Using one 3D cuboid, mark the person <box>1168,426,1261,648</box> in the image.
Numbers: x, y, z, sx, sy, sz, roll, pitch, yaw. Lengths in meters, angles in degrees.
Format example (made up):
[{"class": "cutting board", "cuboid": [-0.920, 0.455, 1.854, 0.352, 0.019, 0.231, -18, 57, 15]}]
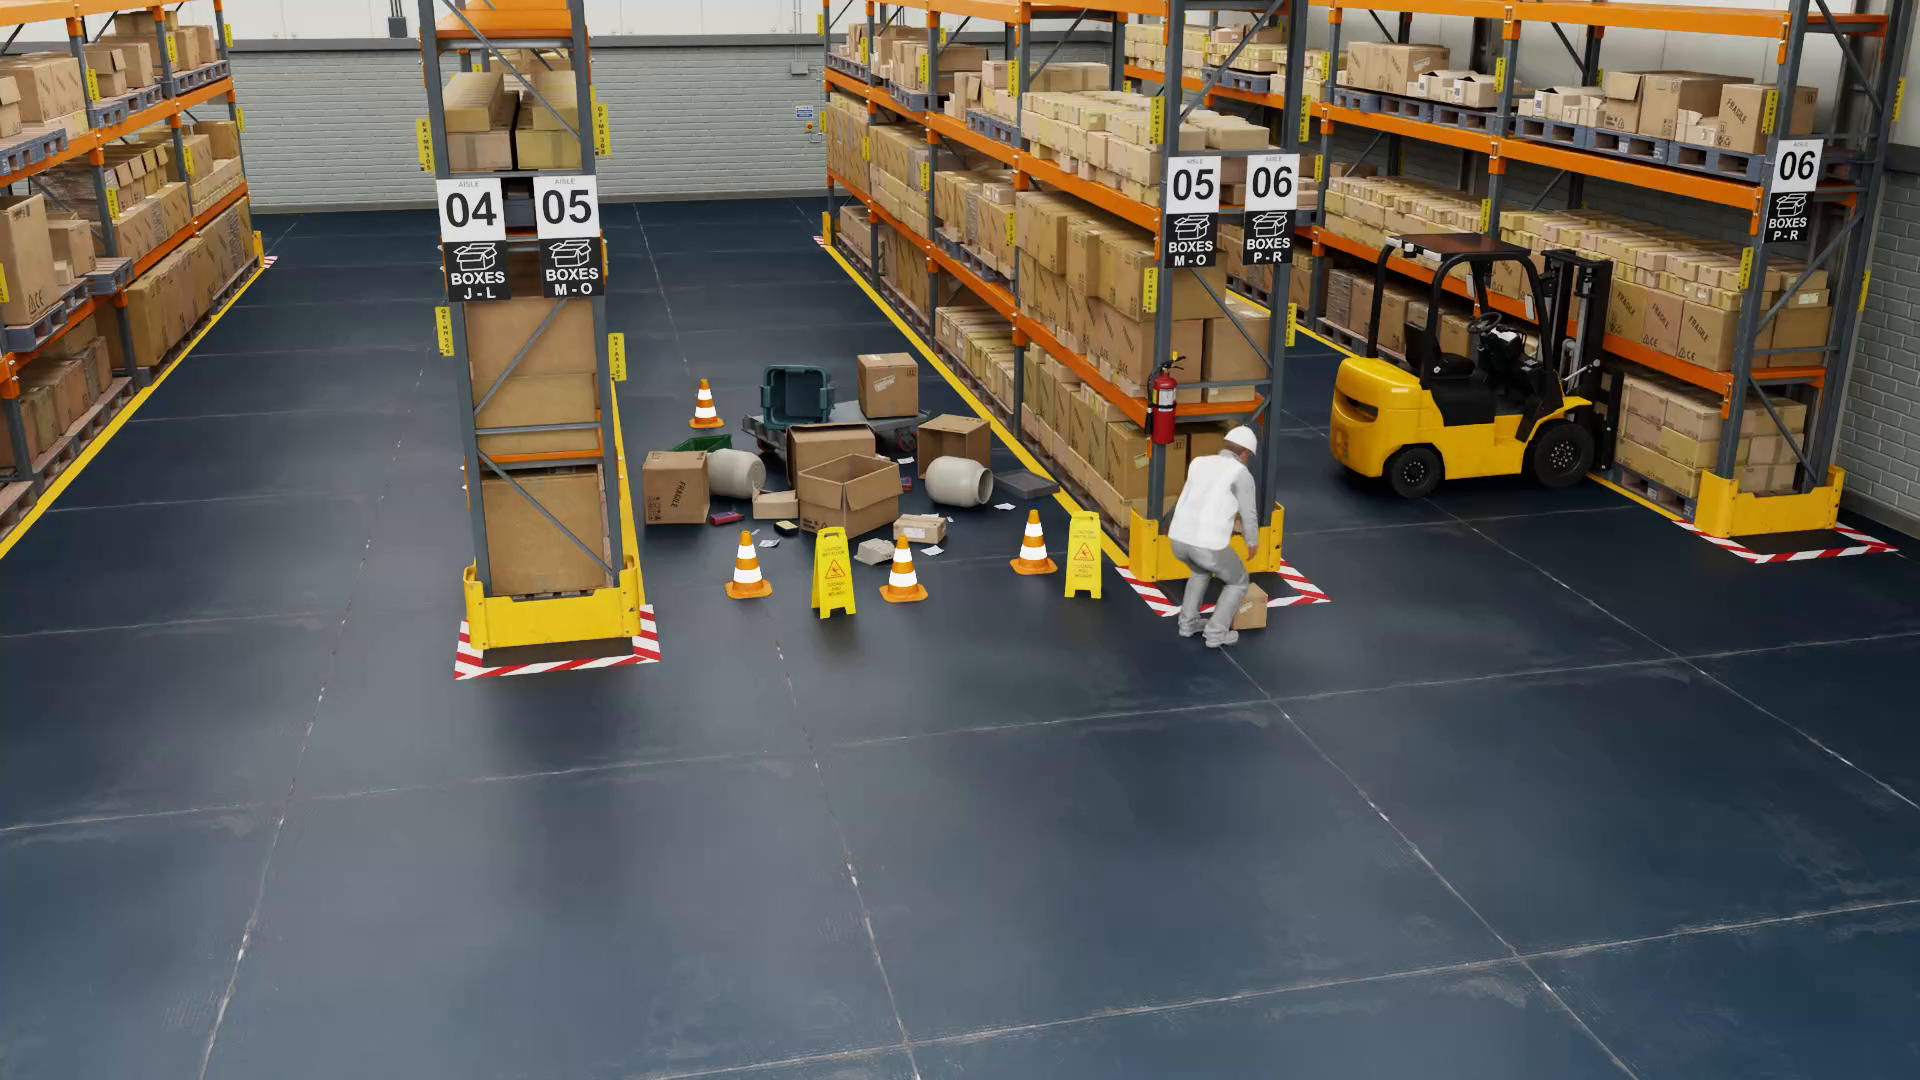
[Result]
[{"class": "person", "cuboid": [1.767, -0.034, 11.578, 0.734, 1.478, 0.591, -16, 25, -38]}]
